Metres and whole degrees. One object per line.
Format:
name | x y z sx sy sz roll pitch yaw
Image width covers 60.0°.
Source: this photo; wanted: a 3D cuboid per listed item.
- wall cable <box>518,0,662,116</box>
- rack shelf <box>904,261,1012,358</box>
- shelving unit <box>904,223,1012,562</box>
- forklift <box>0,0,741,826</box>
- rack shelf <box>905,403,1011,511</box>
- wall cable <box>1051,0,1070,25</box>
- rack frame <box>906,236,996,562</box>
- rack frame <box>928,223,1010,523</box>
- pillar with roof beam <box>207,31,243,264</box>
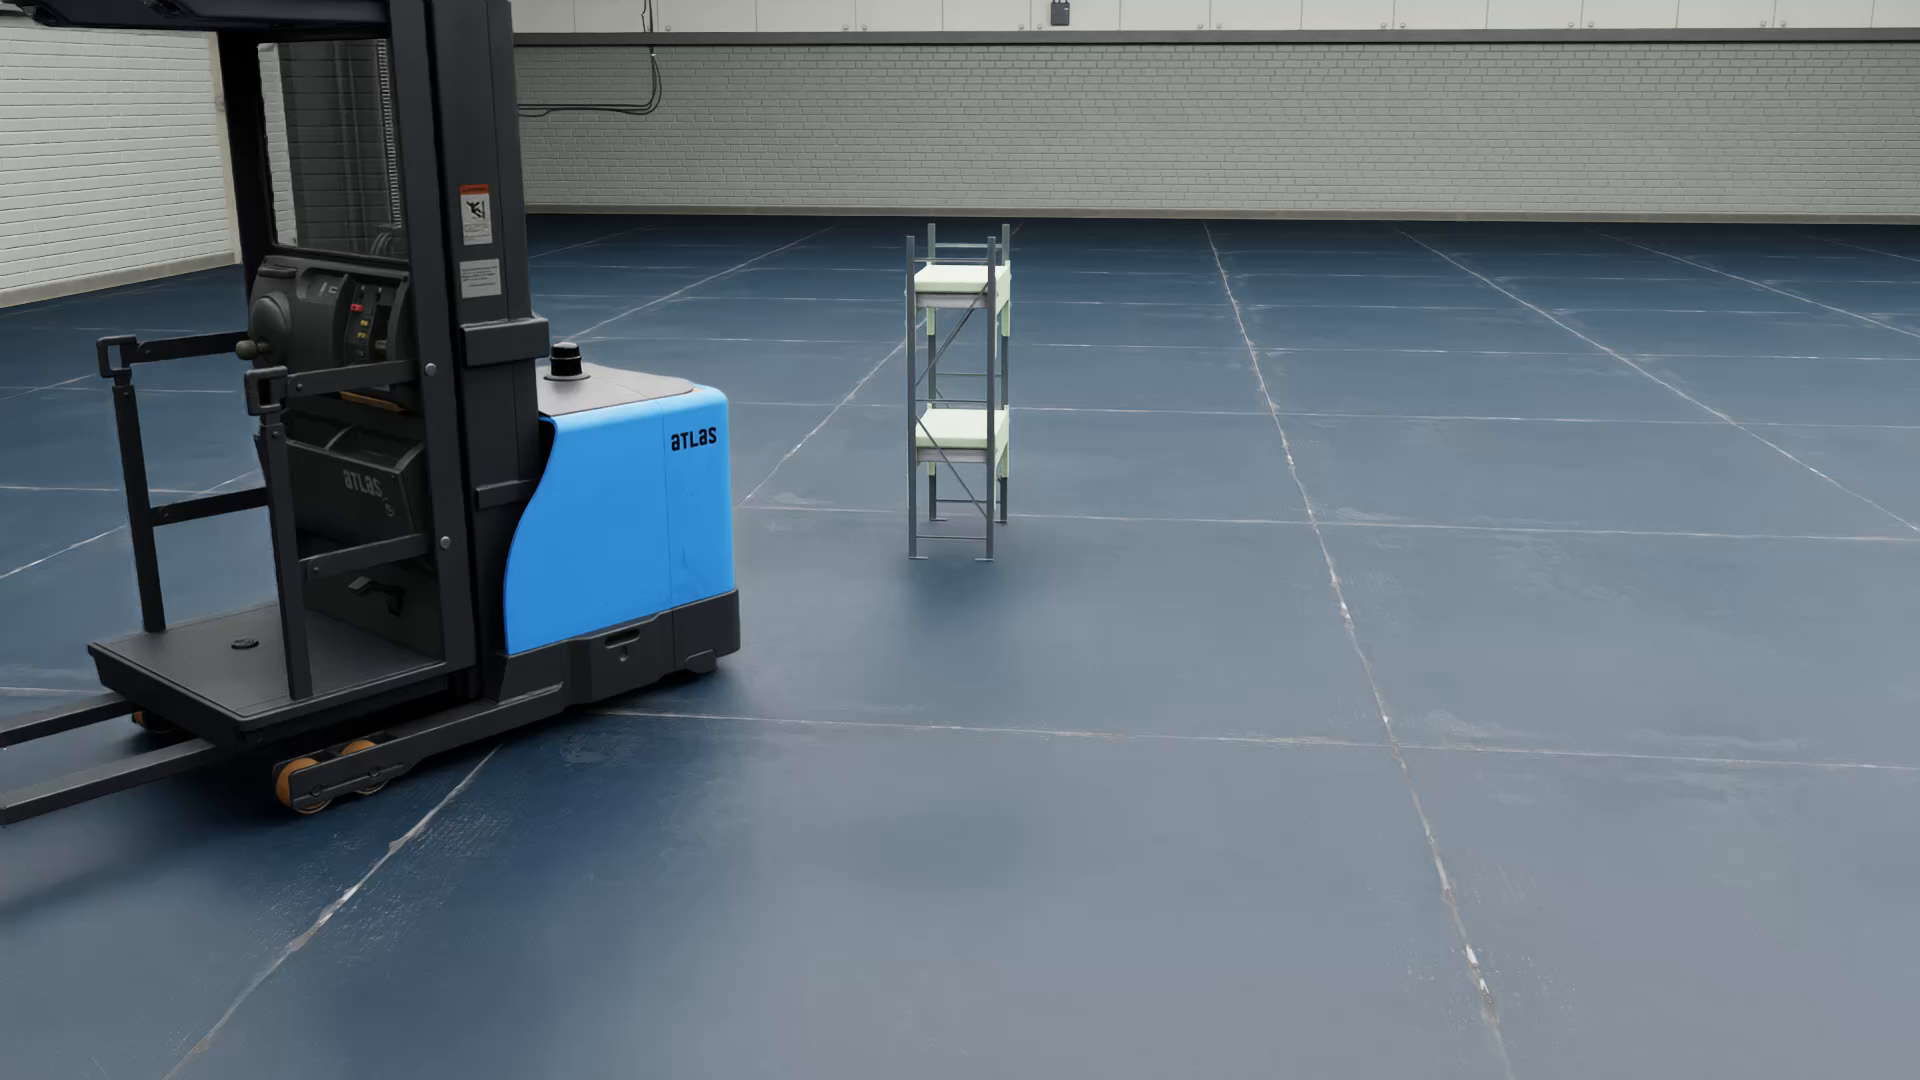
wall cable | -6.754 -8.686 28.992 3.097 2.526 0.112 2 15 6
rack shelf | 0.001 -1.102 7.871 0.431 0.370 0.720 2 15 6
shelving unit | 0.001 -0.726 7.973 0.431 1.500 0.755 2 15 6
forklift | -2.187 -0.728 5.239 1.130 2.935 3.031 13 20 39
rack shelf | 0.001 -0.411 8.058 0.431 0.370 0.720 2 15 6
wall cable | 2.677 -11.542 27.094 2.305 6.003 0.169 2 15 6
rack frame | -0.041 -0.631 7.622 0.400 1.500 0.023 2 15 6
rack frame | 0.042 -0.821 8.324 0.400 1.500 0.023 2 15 6
pillar with roof beam | -4.800 -7.776 19.681 9.100 9.000 0.400 2 15 6
